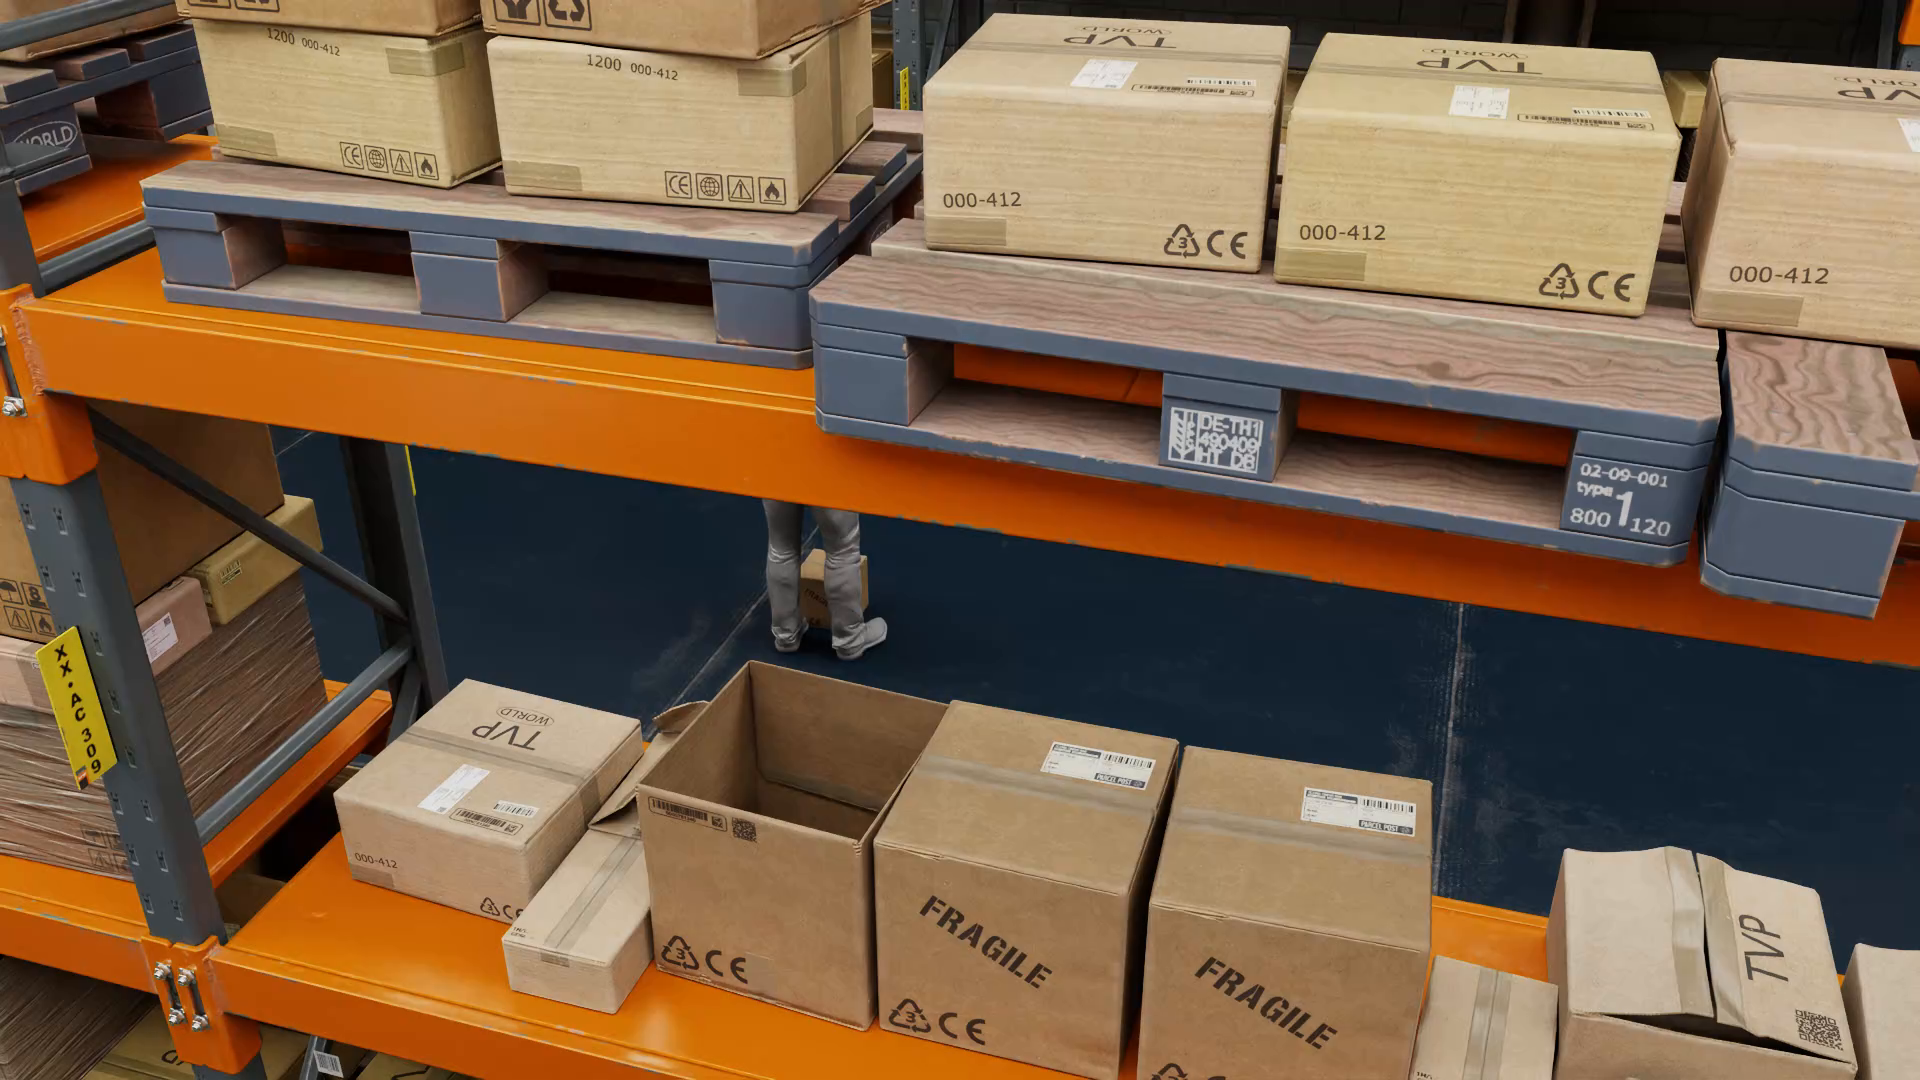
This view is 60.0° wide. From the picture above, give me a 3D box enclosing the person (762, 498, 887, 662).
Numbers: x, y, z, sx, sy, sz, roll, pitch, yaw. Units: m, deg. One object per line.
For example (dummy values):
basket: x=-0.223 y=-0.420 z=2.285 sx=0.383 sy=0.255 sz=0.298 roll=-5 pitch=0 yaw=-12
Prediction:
person: x=-0.627 y=-0.333 z=6.712 sx=0.635 sy=1.756 sz=0.457 roll=7 pitch=30 yaw=12
